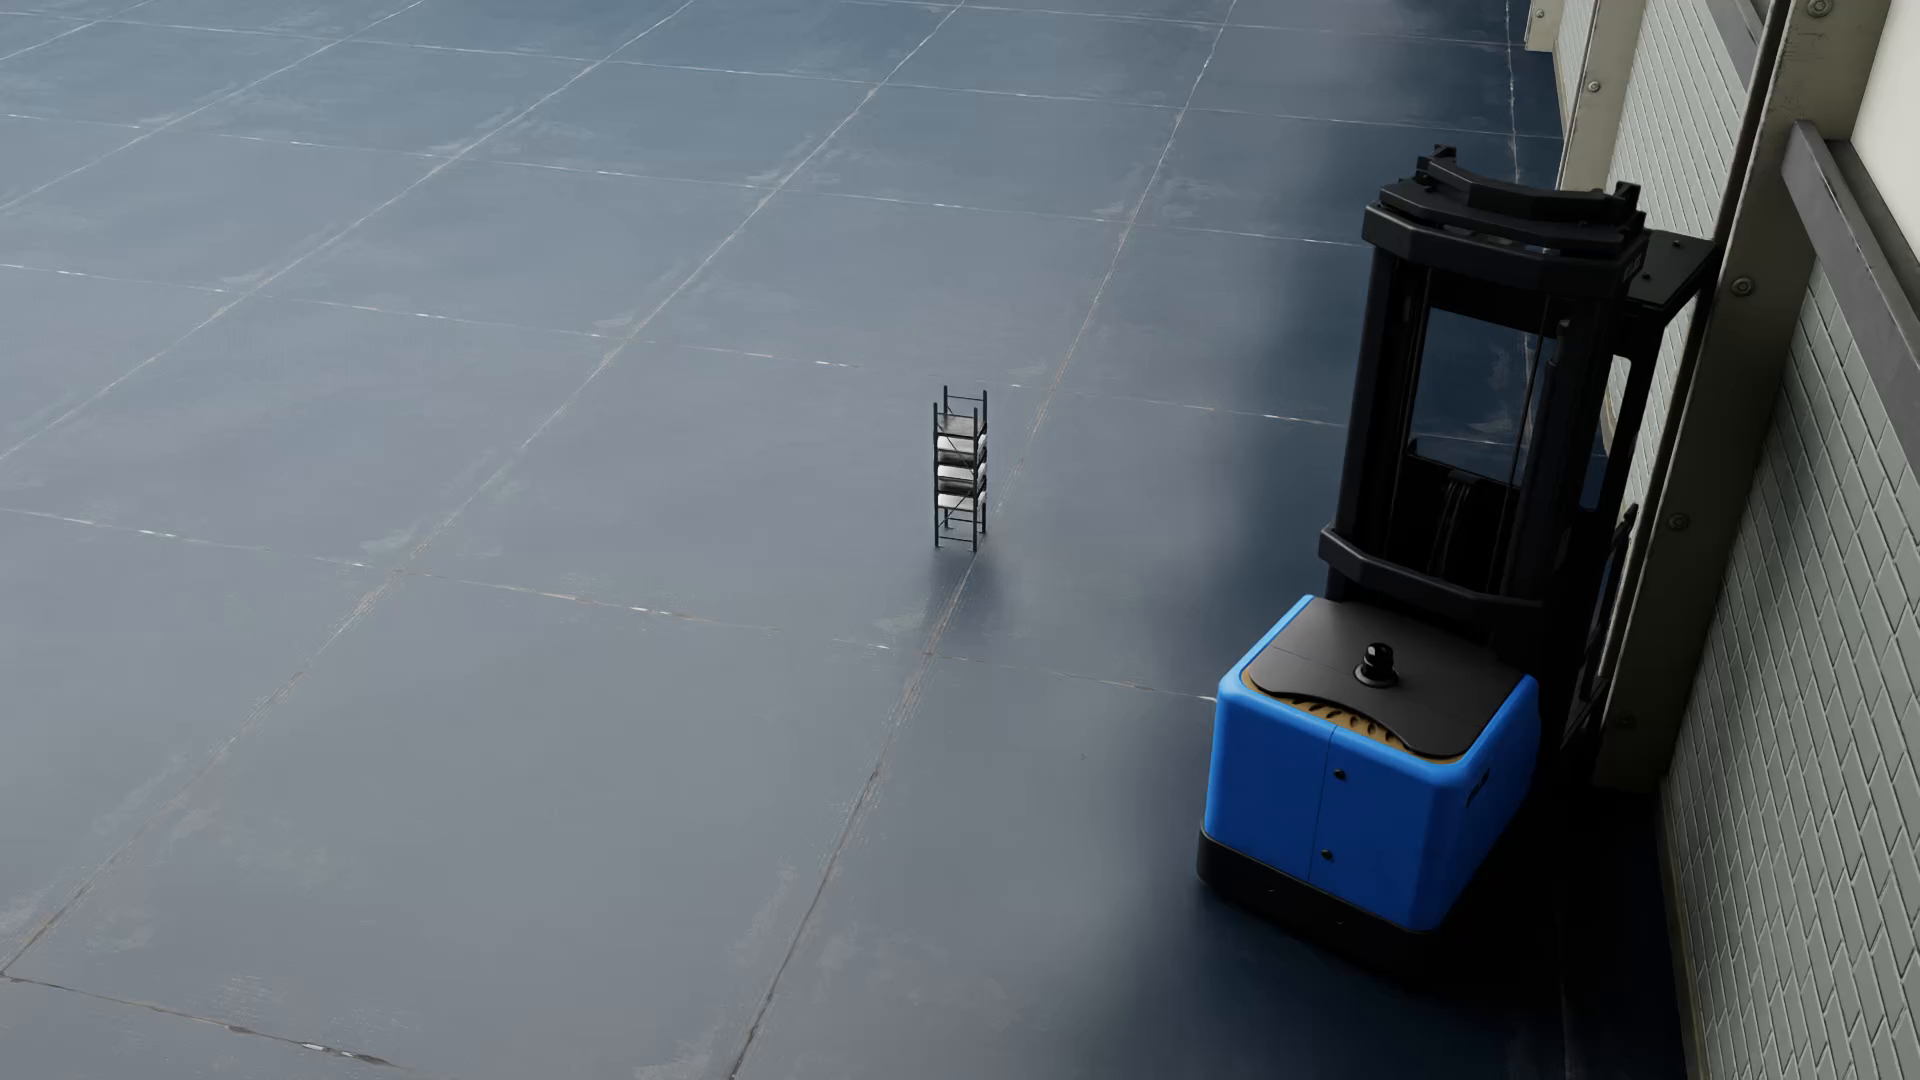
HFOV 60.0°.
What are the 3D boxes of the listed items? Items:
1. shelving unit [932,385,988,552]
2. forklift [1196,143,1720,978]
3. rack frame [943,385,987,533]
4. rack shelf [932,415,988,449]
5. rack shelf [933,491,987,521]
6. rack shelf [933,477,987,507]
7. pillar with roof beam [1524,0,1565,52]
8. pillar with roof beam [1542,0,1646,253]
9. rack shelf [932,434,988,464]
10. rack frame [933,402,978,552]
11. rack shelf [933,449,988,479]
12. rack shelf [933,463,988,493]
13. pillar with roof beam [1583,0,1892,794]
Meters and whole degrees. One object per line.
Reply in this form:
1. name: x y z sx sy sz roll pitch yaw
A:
1. shelving unit: 0.002 -0.384 9.085 0.258 0.900 0.210 8 33 12
2. forklift: 2.270 -0.263 7.001 1.130 2.935 3.031 21 38 30
3. rack frame: 0.028 -0.437 9.168 0.240 0.900 0.006 8 33 12
4. rack shelf: 0.002 -0.584 8.958 0.258 0.077 0.200 8 33 12
5. rack shelf: 0.002 -0.204 9.199 0.258 0.077 0.200 8 33 12
6. rack shelf: 0.002 -0.280 9.151 0.258 0.077 0.200 8 33 12
7. pillar with roof beam: 1.938 -9.581 16.003 9.100 9.000 0.400 8 33 12
8. pillar with roof beam: 0.415 -6.468 11.106 9.100 9.000 0.400 8 33 12
9. rack shelf: 0.002 -0.508 9.006 0.258 0.077 0.200 8 33 12
10. rack frame: -0.024 -0.331 9.002 0.240 0.900 0.006 8 33 12
11. rack shelf: 0.002 -0.432 9.055 0.258 0.077 0.200 8 33 12
12. rack shelf: 0.002 -0.356 9.103 0.258 0.077 0.200 8 33 12
13. pillar with roof beam: -1.107 -3.354 6.208 9.100 9.000 0.400 8 33 12
